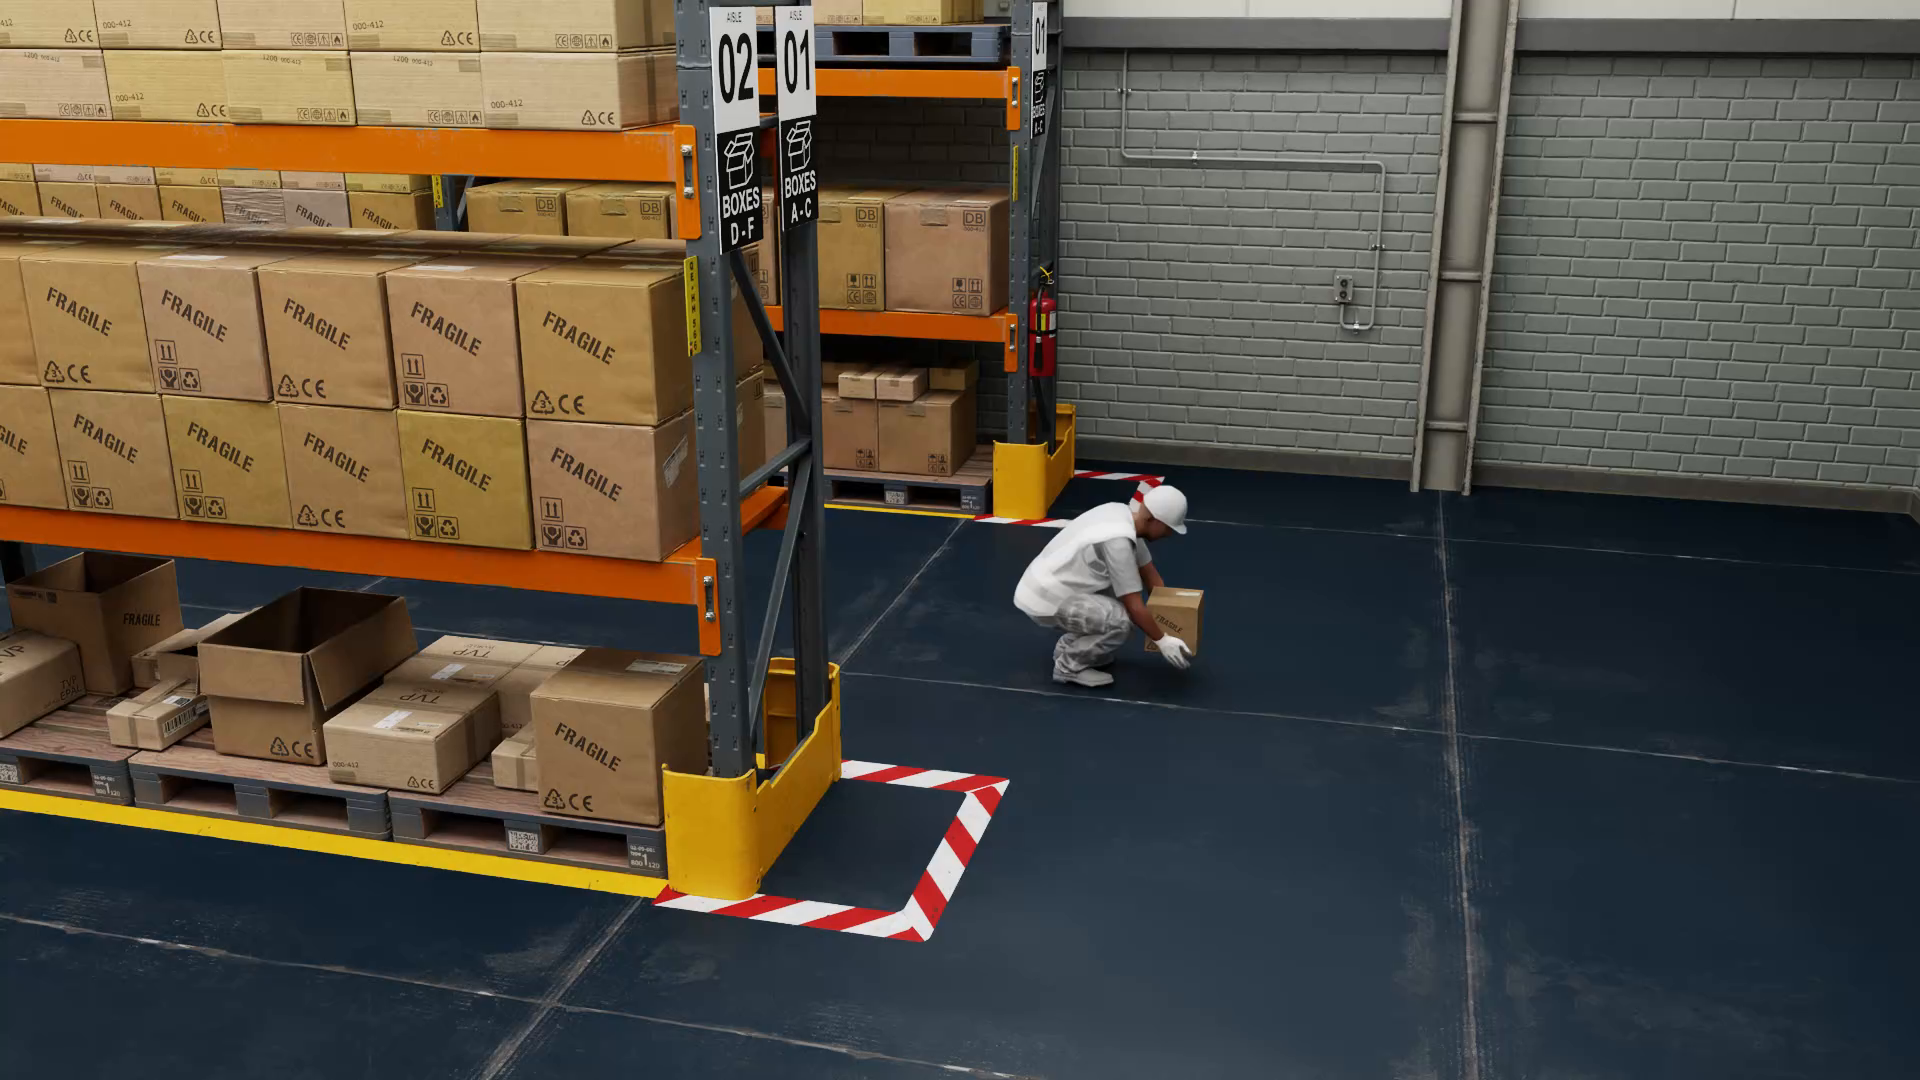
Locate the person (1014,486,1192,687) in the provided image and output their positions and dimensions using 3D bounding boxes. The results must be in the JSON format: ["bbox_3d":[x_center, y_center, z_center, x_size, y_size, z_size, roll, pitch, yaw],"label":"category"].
[{"bbox_3d":[0.727,0.205,8.188,0.895,0.991,0.567,4,19,13],"label":"person"}]
